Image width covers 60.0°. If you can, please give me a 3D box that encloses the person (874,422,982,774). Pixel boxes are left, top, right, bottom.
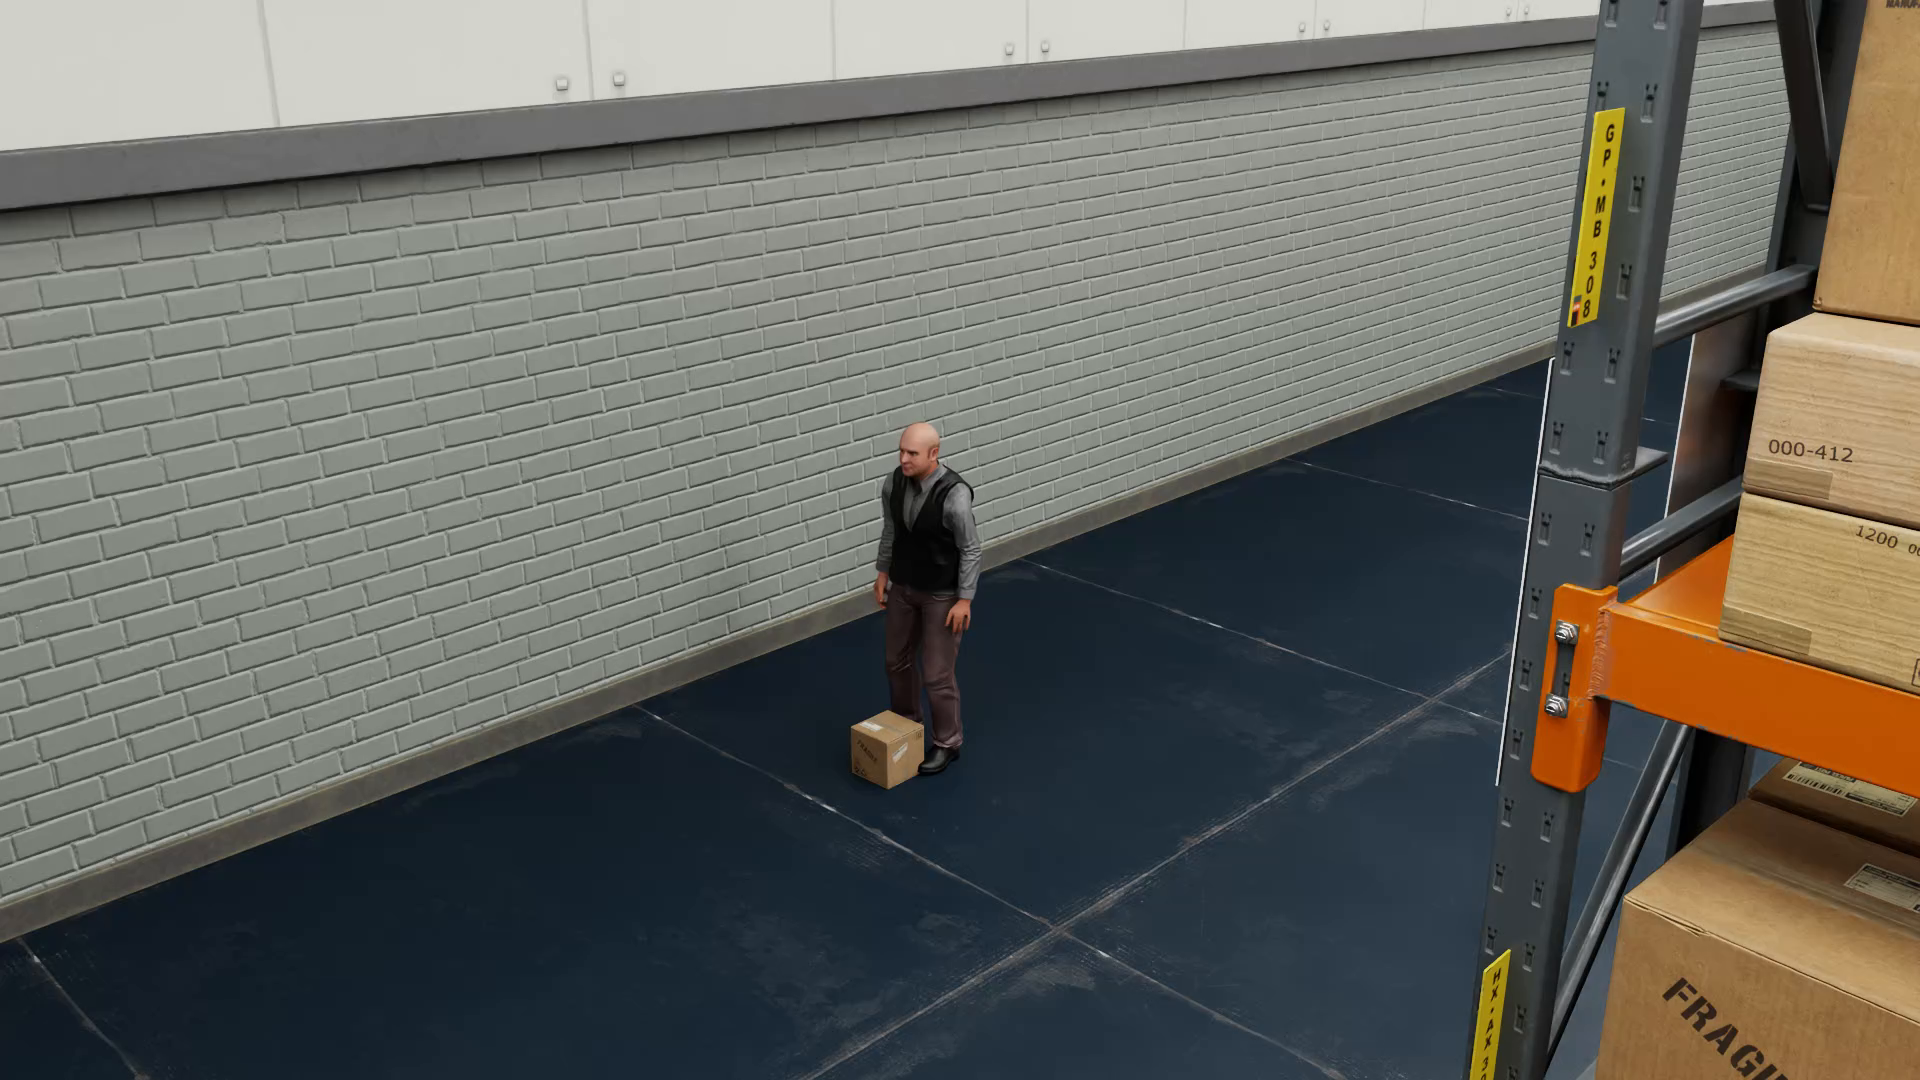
[{"bbox_3d":[-0.151,0.250,7.941,0.594,1.721,0.418,17,27,39],"label":"person"}]
